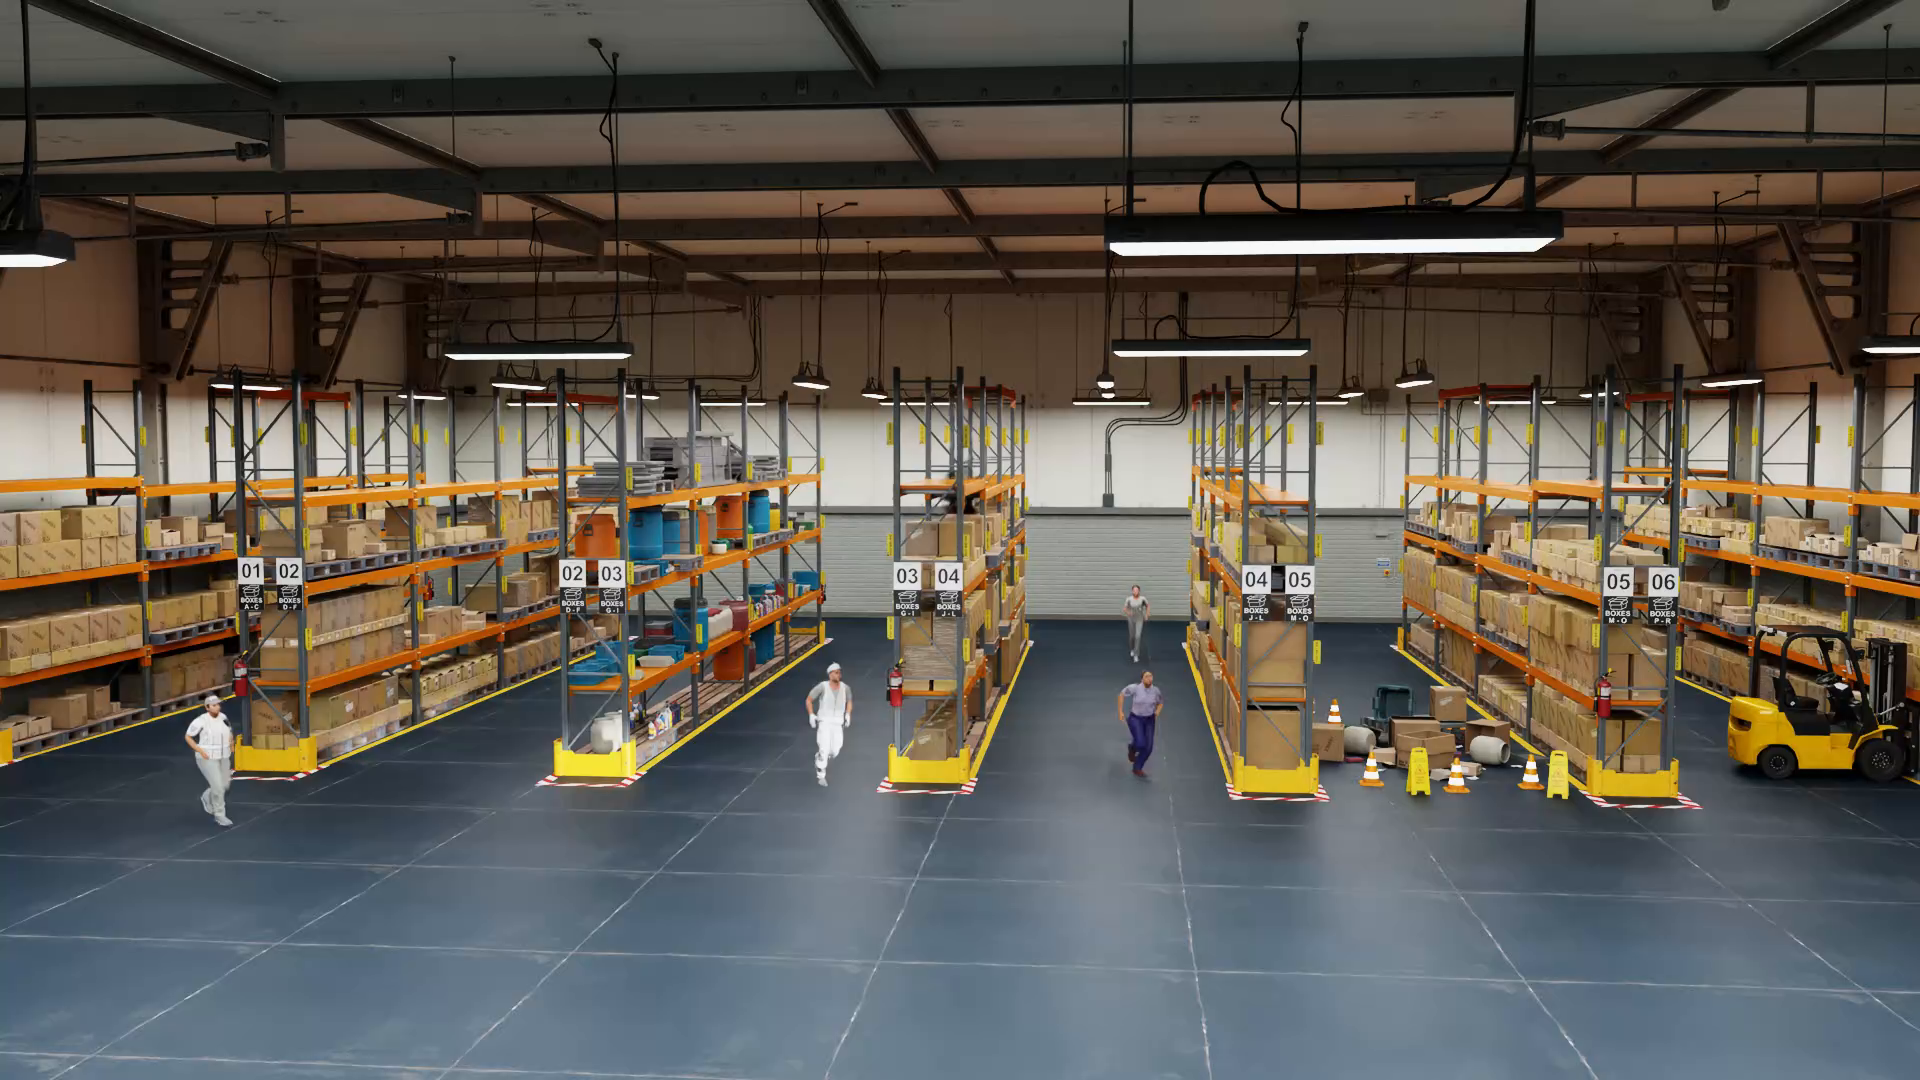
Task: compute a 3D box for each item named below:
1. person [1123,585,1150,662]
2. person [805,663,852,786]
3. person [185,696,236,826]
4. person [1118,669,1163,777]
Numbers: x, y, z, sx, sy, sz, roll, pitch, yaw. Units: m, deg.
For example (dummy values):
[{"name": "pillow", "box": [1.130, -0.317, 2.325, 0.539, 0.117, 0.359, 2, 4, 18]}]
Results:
[{"name": "person", "box": [3.959, 1.849, 37.357, 0.585, 1.690, 0.846, 1, 4, 9]}, {"name": "person", "box": [-1.896, 2.658, 24.153, 0.711, 1.752, 0.622, -1, 4, -22]}, {"name": "person", "box": [-9.718, 2.842, 21.593, 0.726, 1.660, 0.613, 2, 4, 29]}, {"name": "person", "box": [2.687, 2.705, 24.473, 0.645, 1.589, 0.623, -1, 4, -17]}]
